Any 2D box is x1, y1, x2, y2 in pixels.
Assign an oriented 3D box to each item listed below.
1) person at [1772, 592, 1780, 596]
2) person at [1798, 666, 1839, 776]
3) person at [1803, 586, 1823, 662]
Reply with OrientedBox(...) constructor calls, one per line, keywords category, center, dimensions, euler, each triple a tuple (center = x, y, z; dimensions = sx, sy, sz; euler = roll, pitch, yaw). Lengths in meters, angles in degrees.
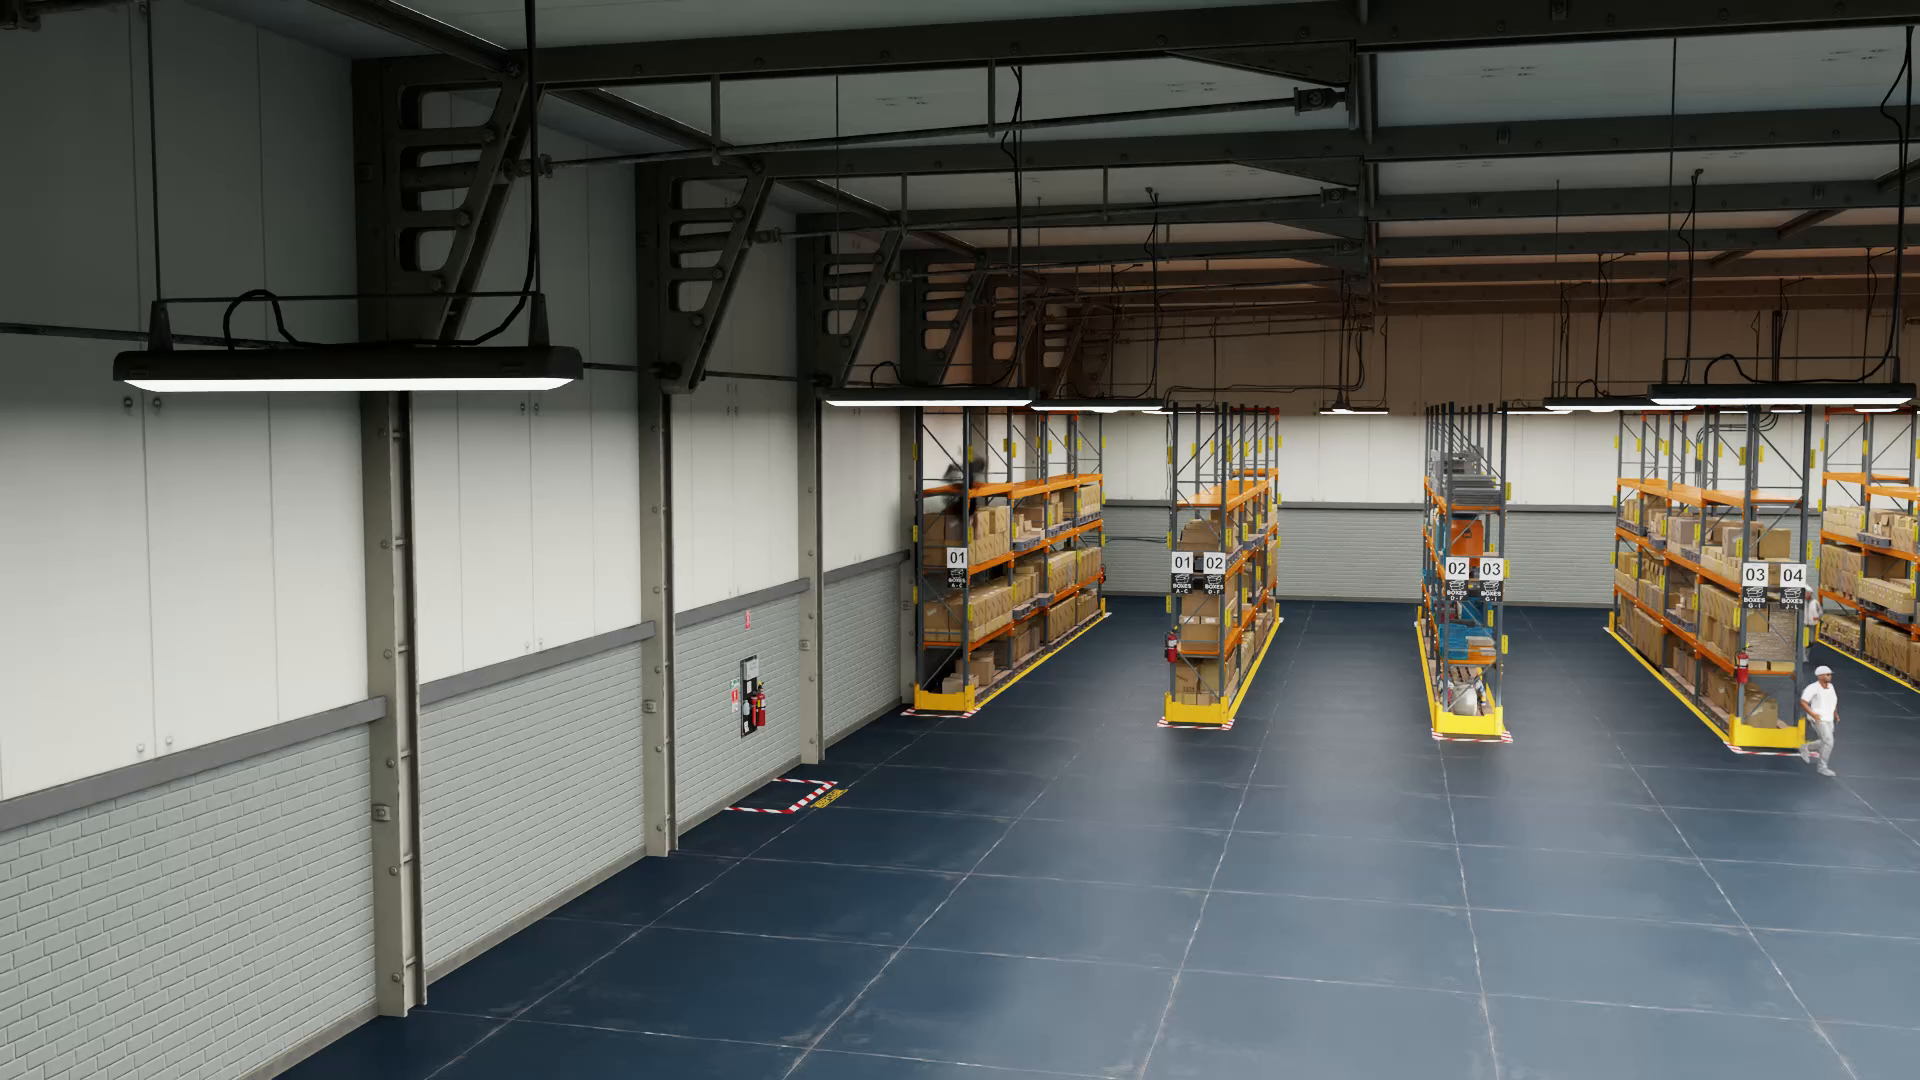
OrientedBox(category="person", center=(20.928, 1.760, 43.120), dimensions=(0.602, 1.538, 0.552), euler=(4, 6, 40))
OrientedBox(category="person", center=(13.834, 2.886, 26.826), dimensions=(0.729, 1.734, 0.722), euler=(-2, 5, -29))
OrientedBox(category="person", center=(19.851, 1.957, 38.995), dimensions=(0.684, 1.750, 0.907), euler=(2, 5, 21))
